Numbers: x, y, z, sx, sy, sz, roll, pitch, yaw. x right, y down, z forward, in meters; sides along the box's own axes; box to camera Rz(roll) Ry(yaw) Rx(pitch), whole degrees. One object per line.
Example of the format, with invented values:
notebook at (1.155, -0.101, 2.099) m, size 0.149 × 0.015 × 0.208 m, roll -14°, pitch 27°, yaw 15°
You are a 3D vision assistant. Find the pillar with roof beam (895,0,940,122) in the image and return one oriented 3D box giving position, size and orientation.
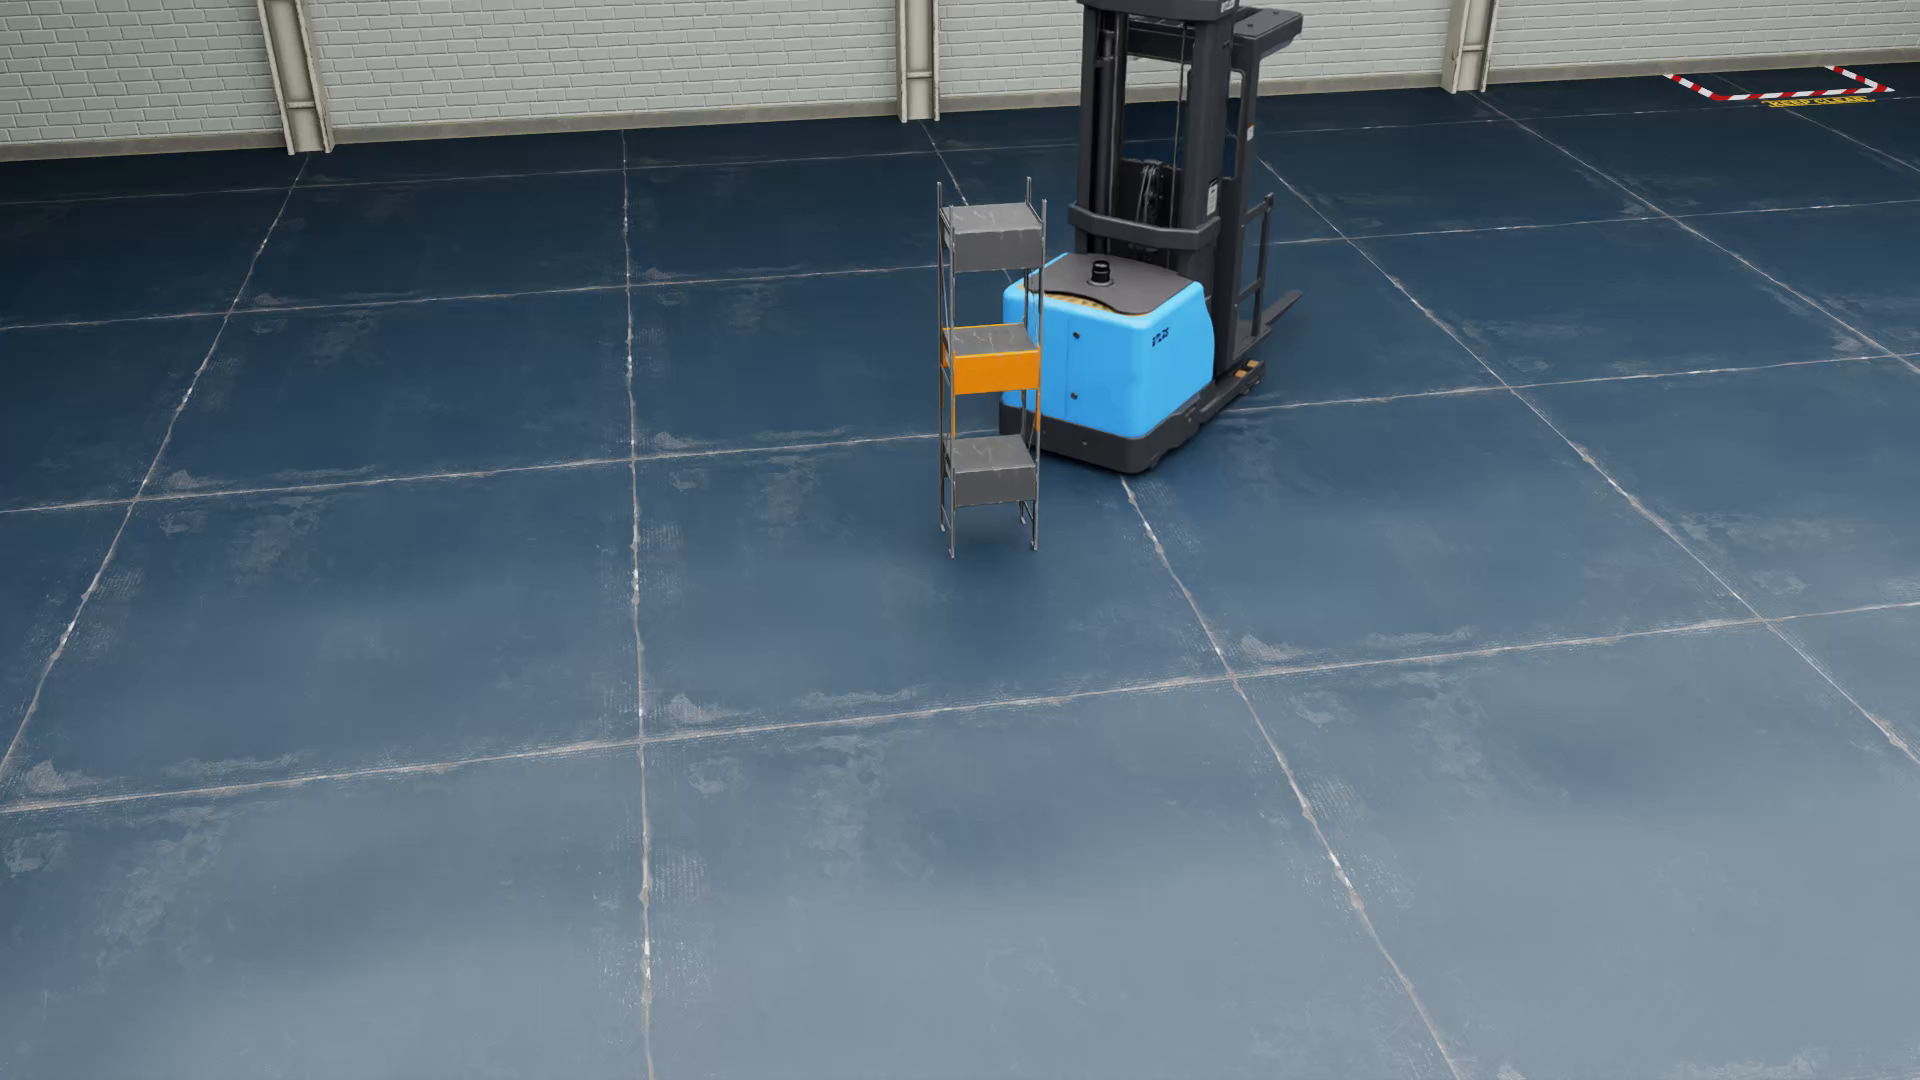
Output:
pillar with roof beam at (0.345, -6.101, 11.248) m, size 0.400 × 9.000 × 9.100 m, roll -5°, pitch 31°, yaw -9°

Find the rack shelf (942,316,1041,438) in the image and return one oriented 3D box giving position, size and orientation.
rack shelf at (0.163, -0.908, 9.250) m, size 0.480 × 0.518 × 0.431 m, roll -5°, pitch 31°, yaw -9°

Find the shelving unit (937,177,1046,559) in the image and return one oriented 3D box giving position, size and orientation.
shelving unit at (0.163, -0.920, 9.243) m, size 0.503 × 2.100 × 0.431 m, roll -5°, pitch 31°, yaw -9°

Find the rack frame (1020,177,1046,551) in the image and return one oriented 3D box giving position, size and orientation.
rack frame at (0.403, -0.943, 9.281) m, size 0.015 × 2.100 × 0.400 m, roll -5°, pitch 31°, yaw -9°

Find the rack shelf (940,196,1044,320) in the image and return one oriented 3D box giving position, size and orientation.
rack shelf at (0.163, -1.512, 8.896) m, size 0.480 × 0.518 × 0.431 m, roll -5°, pitch 31°, yaw -9°

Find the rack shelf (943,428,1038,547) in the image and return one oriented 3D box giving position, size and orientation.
rack shelf at (0.163, -0.305, 9.605) m, size 0.480 × 0.518 × 0.431 m, roll -5°, pitch 31°, yaw -9°

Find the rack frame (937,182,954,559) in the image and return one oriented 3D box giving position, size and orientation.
rack frame at (-0.077, -0.898, 9.206) m, size 0.015 × 2.100 × 0.400 m, roll -5°, pitch 31°, yaw -9°

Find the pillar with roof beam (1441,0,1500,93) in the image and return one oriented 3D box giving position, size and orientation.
pillar with roof beam at (6.247, -6.649, 12.180) m, size 0.400 × 9.000 × 9.100 m, roll -5°, pitch 31°, yaw -9°

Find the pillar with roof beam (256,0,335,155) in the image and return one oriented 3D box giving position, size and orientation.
pillar with roof beam at (-5.557, -5.553, 10.316) m, size 0.400 × 9.000 × 9.100 m, roll -5°, pitch 31°, yaw -9°

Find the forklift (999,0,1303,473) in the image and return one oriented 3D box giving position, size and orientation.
forklift at (1.473, -2.383, 10.912) m, size 1.130 × 2.935 × 3.031 m, roll 18°, pitch 35°, yaw 28°
